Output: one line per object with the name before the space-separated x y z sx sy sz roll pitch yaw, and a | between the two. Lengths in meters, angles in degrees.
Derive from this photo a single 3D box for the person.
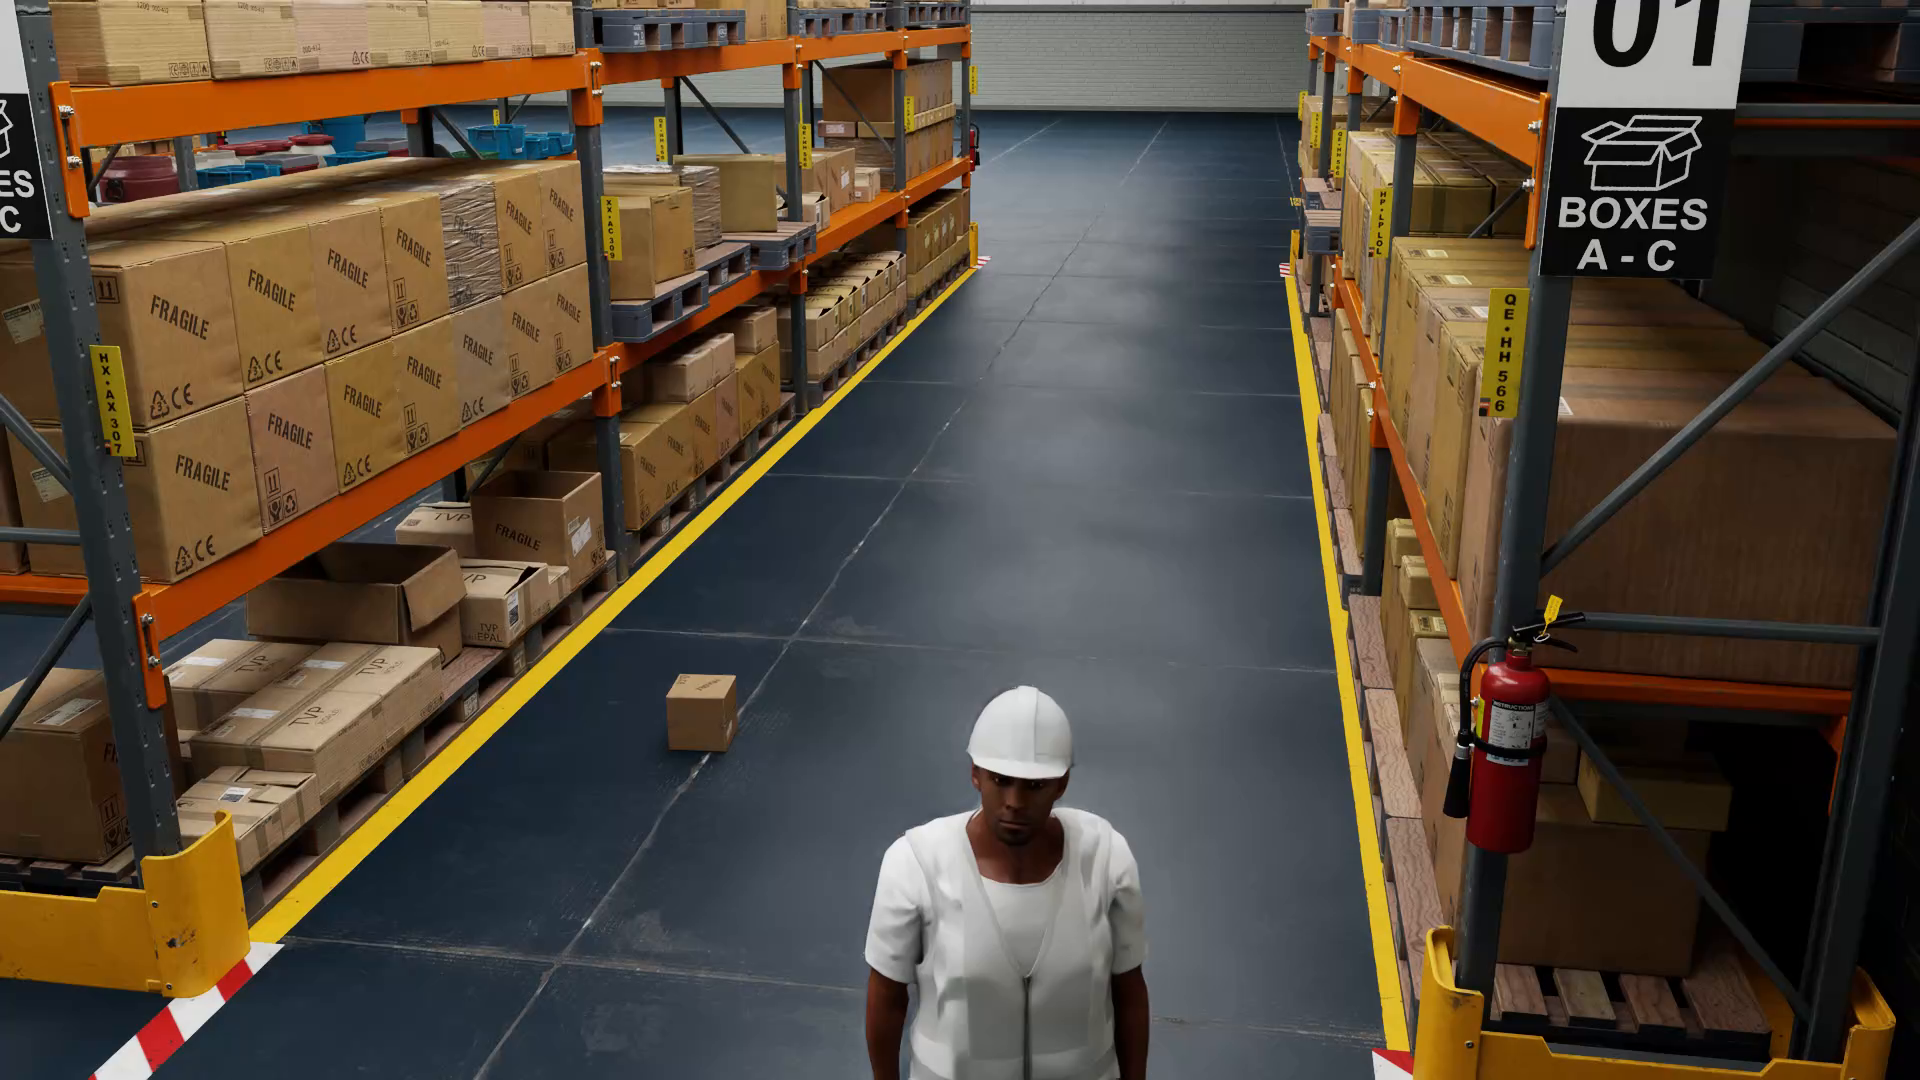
person | 0.109 1.151 3.357 0.570 1.773 0.462 -3 18 -10
